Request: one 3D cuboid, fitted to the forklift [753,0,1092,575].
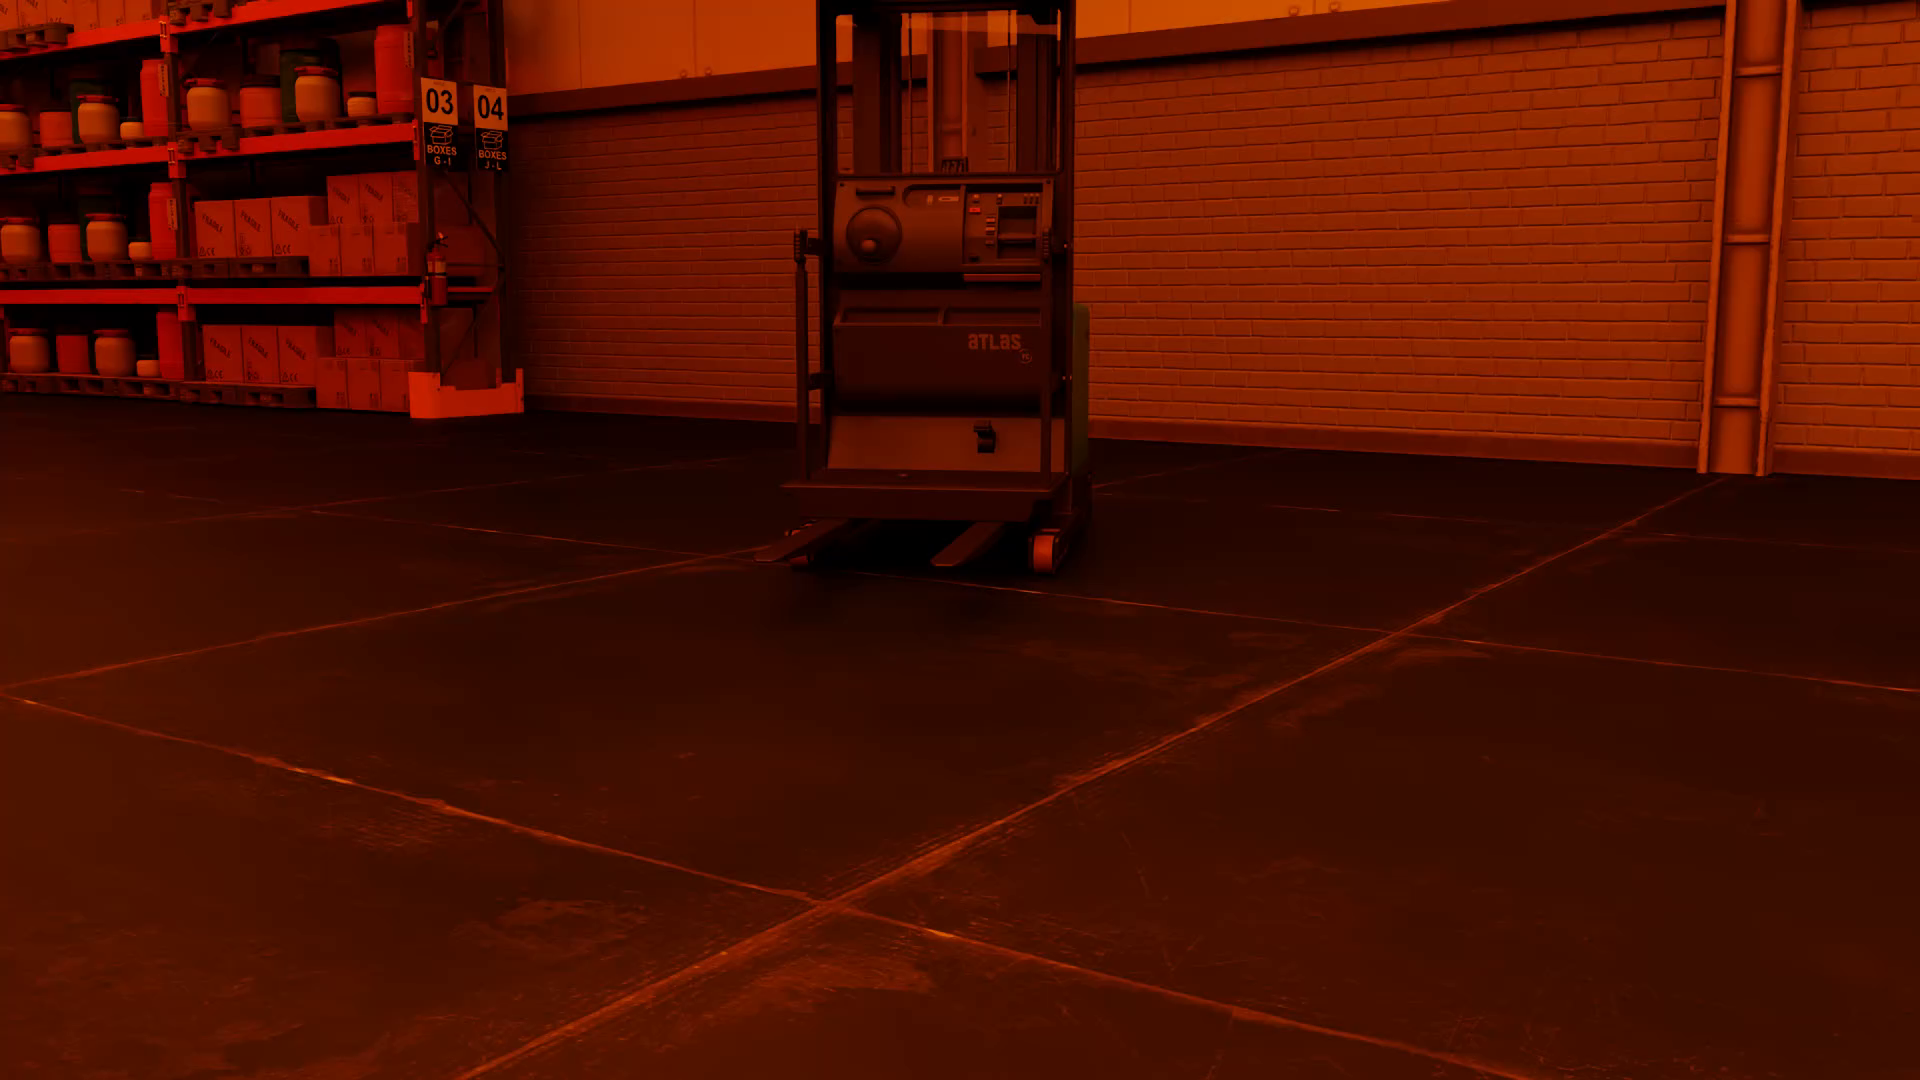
[{"bbox_3d":[-0.104,-1.364,6.788,1.130,2.935,3.031,1,8,9],"label":"forklift"}]
